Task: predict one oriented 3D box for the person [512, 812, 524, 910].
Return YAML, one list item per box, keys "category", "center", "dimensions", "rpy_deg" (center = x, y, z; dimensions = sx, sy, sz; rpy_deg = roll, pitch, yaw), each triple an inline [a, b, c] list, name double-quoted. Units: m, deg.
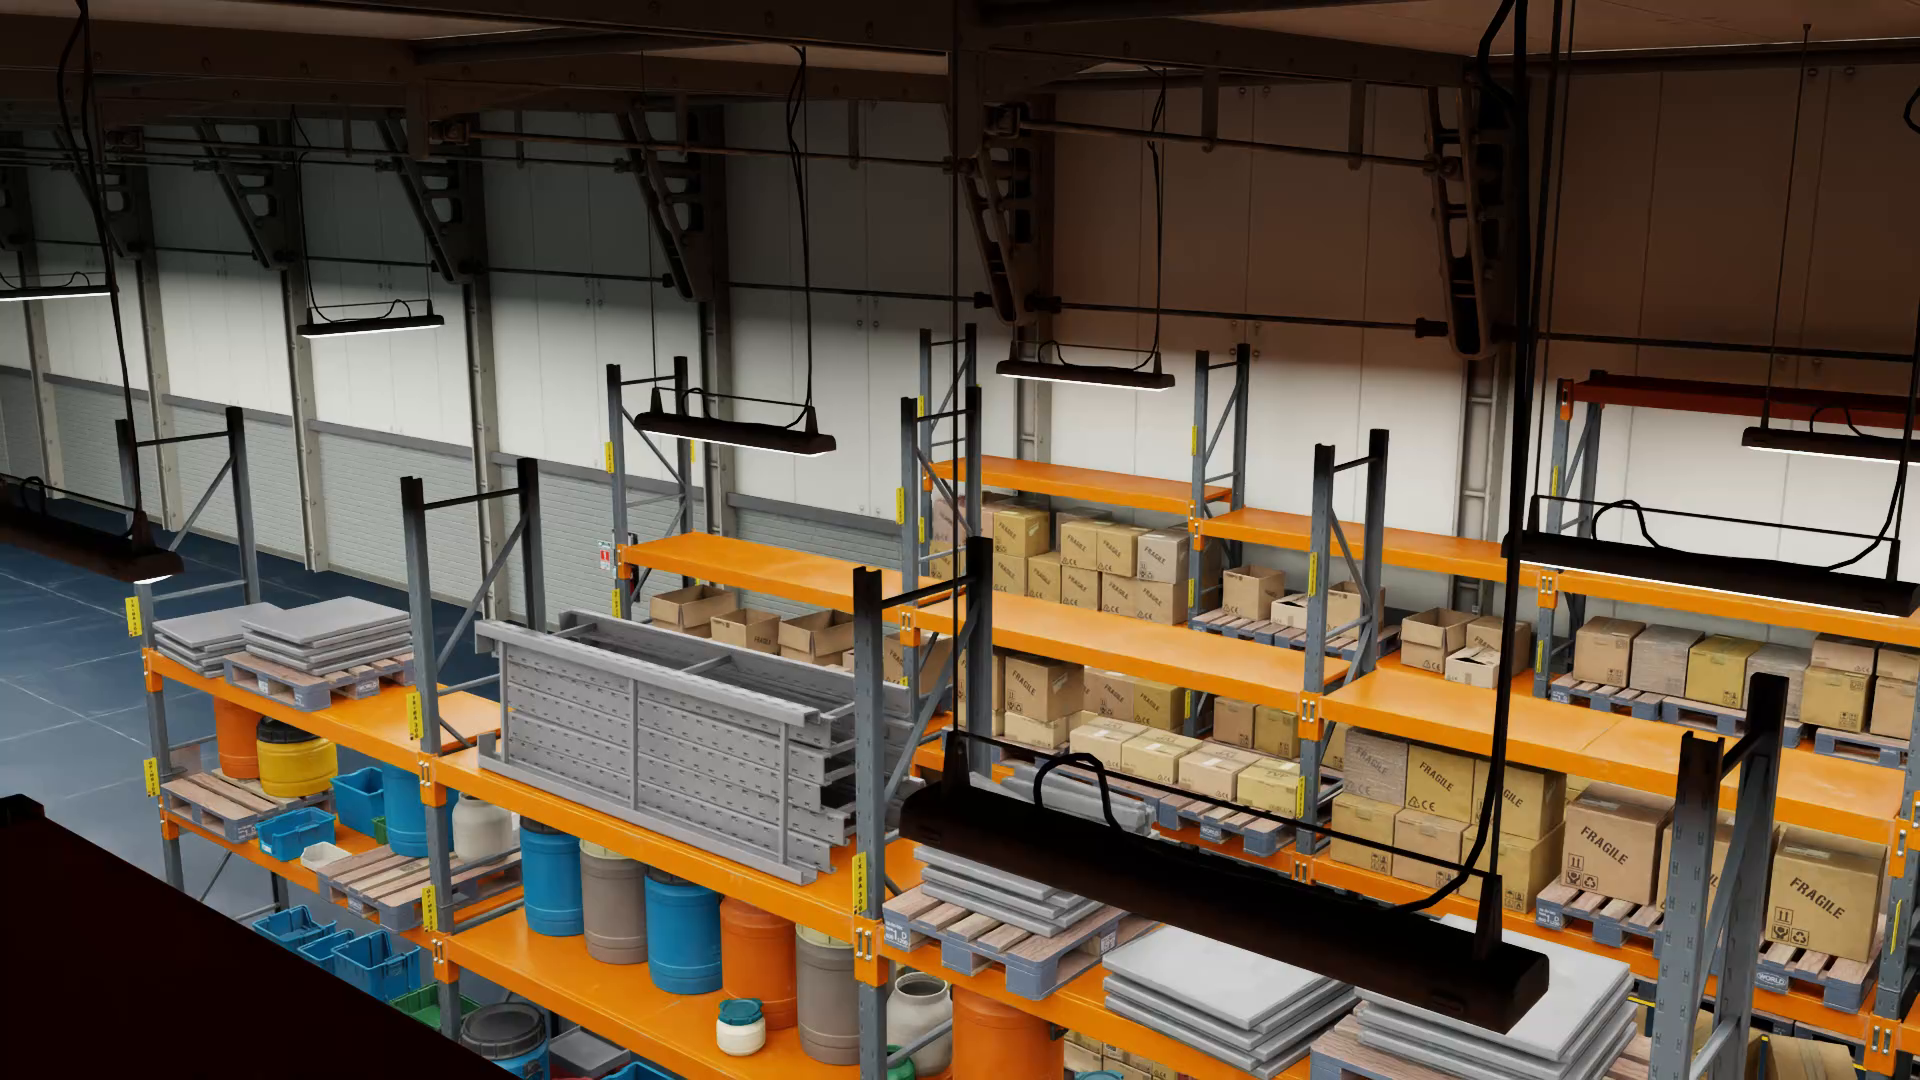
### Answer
- category: "person"
  center: [-5.101, 3.154, 18.313]
  dimensions: [0.573, 1.734, 0.850]
  rpy_deg: [-7, 15, -30]
